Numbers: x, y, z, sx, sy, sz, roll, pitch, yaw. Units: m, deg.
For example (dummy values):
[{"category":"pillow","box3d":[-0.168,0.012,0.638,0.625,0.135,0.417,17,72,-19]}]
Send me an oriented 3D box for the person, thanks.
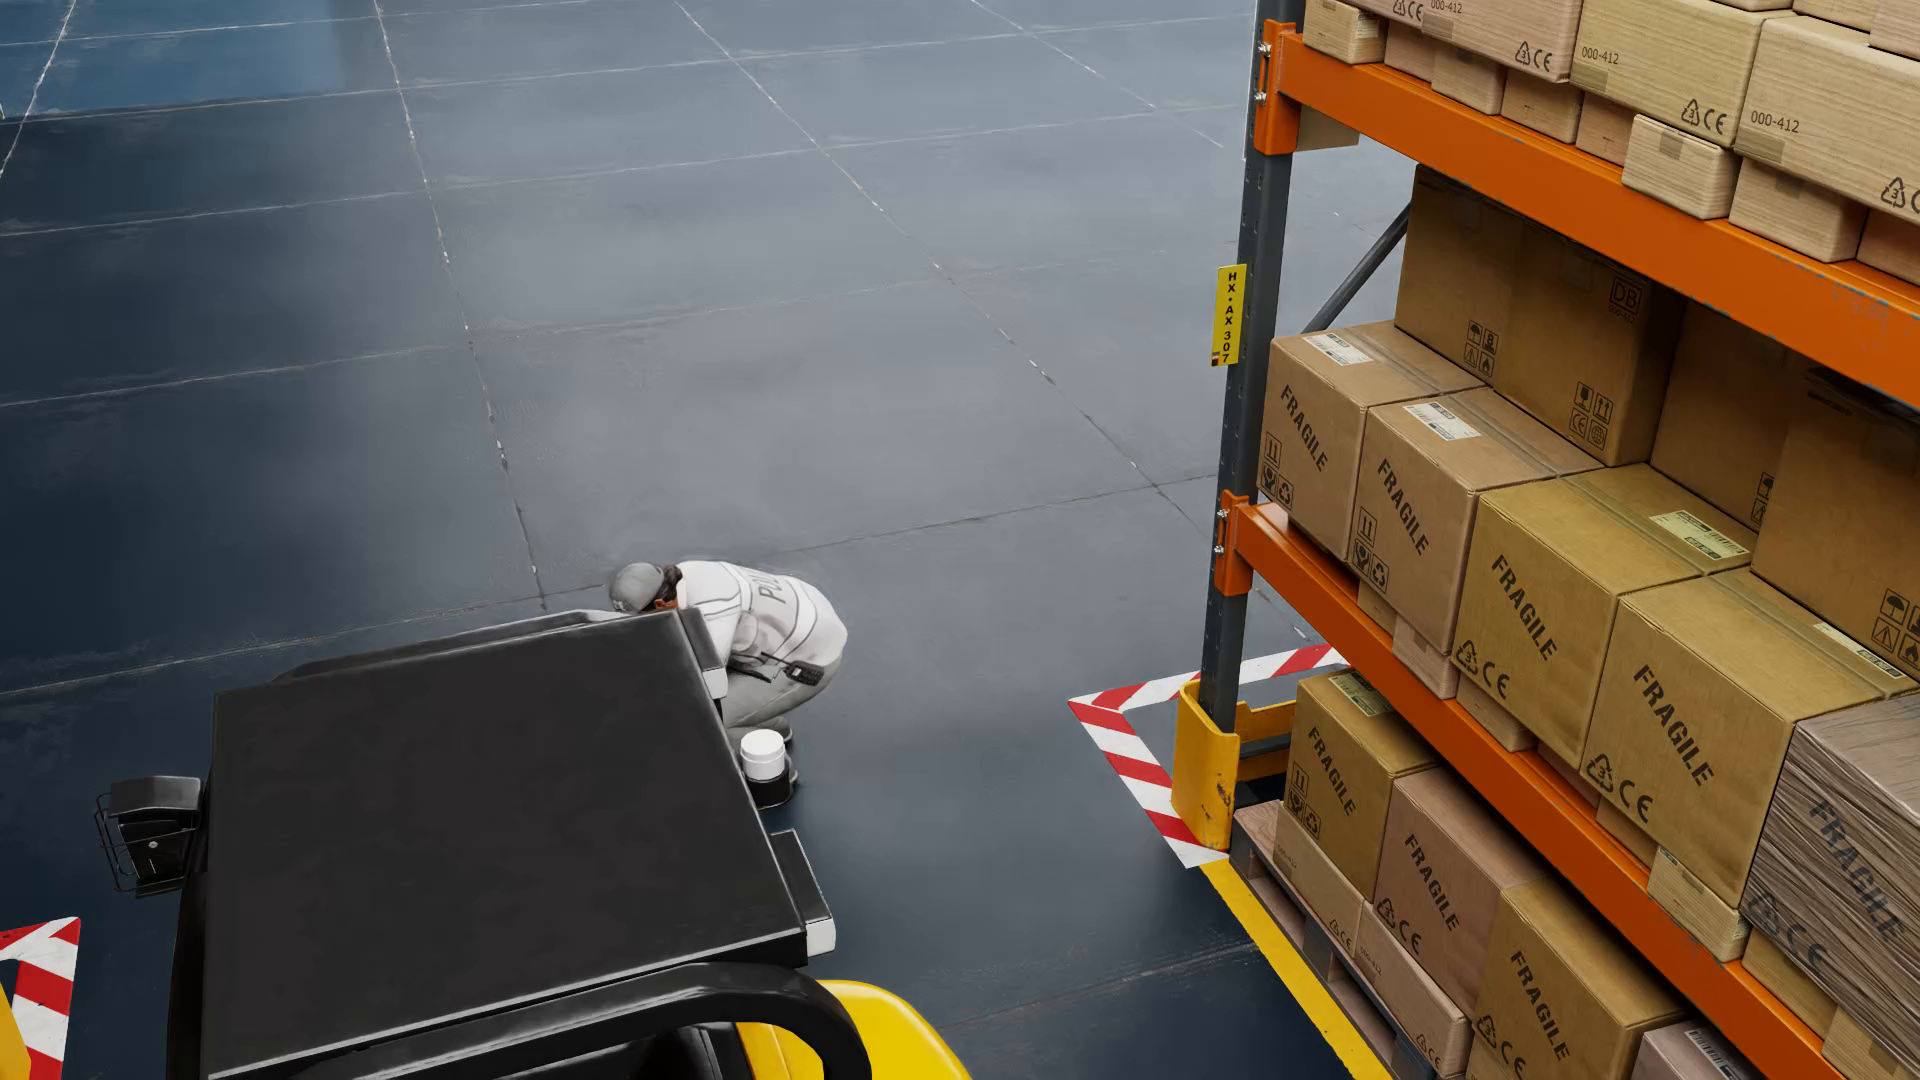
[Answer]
[{"category":"person","box3d":[-0.823,0.453,6.013,0.835,1.003,0.528,-11,32,-18]}]
